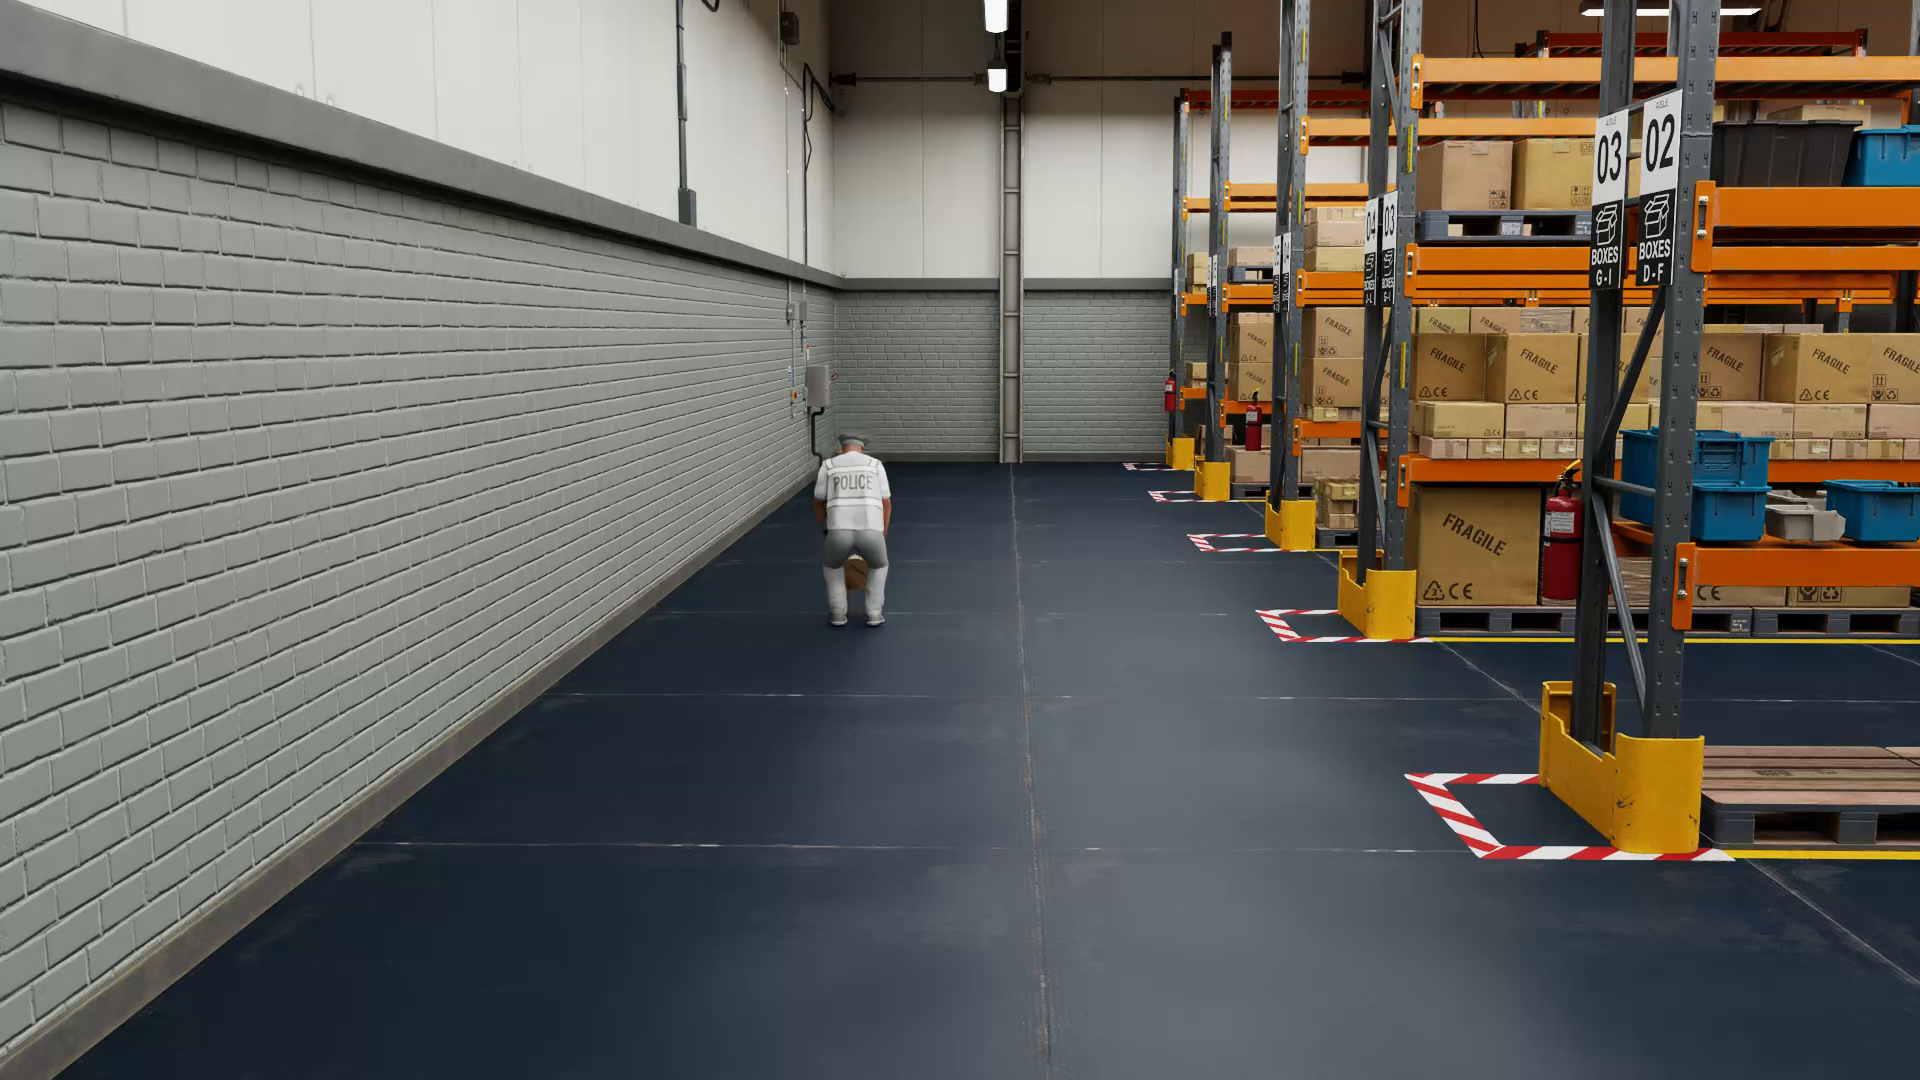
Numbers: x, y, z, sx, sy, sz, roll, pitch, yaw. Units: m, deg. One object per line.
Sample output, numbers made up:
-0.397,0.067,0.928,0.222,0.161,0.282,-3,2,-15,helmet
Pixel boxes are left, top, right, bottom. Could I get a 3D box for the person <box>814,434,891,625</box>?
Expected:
-0.824,-0.078,12.643,0.590,1.440,0.790,0,7,1,person
